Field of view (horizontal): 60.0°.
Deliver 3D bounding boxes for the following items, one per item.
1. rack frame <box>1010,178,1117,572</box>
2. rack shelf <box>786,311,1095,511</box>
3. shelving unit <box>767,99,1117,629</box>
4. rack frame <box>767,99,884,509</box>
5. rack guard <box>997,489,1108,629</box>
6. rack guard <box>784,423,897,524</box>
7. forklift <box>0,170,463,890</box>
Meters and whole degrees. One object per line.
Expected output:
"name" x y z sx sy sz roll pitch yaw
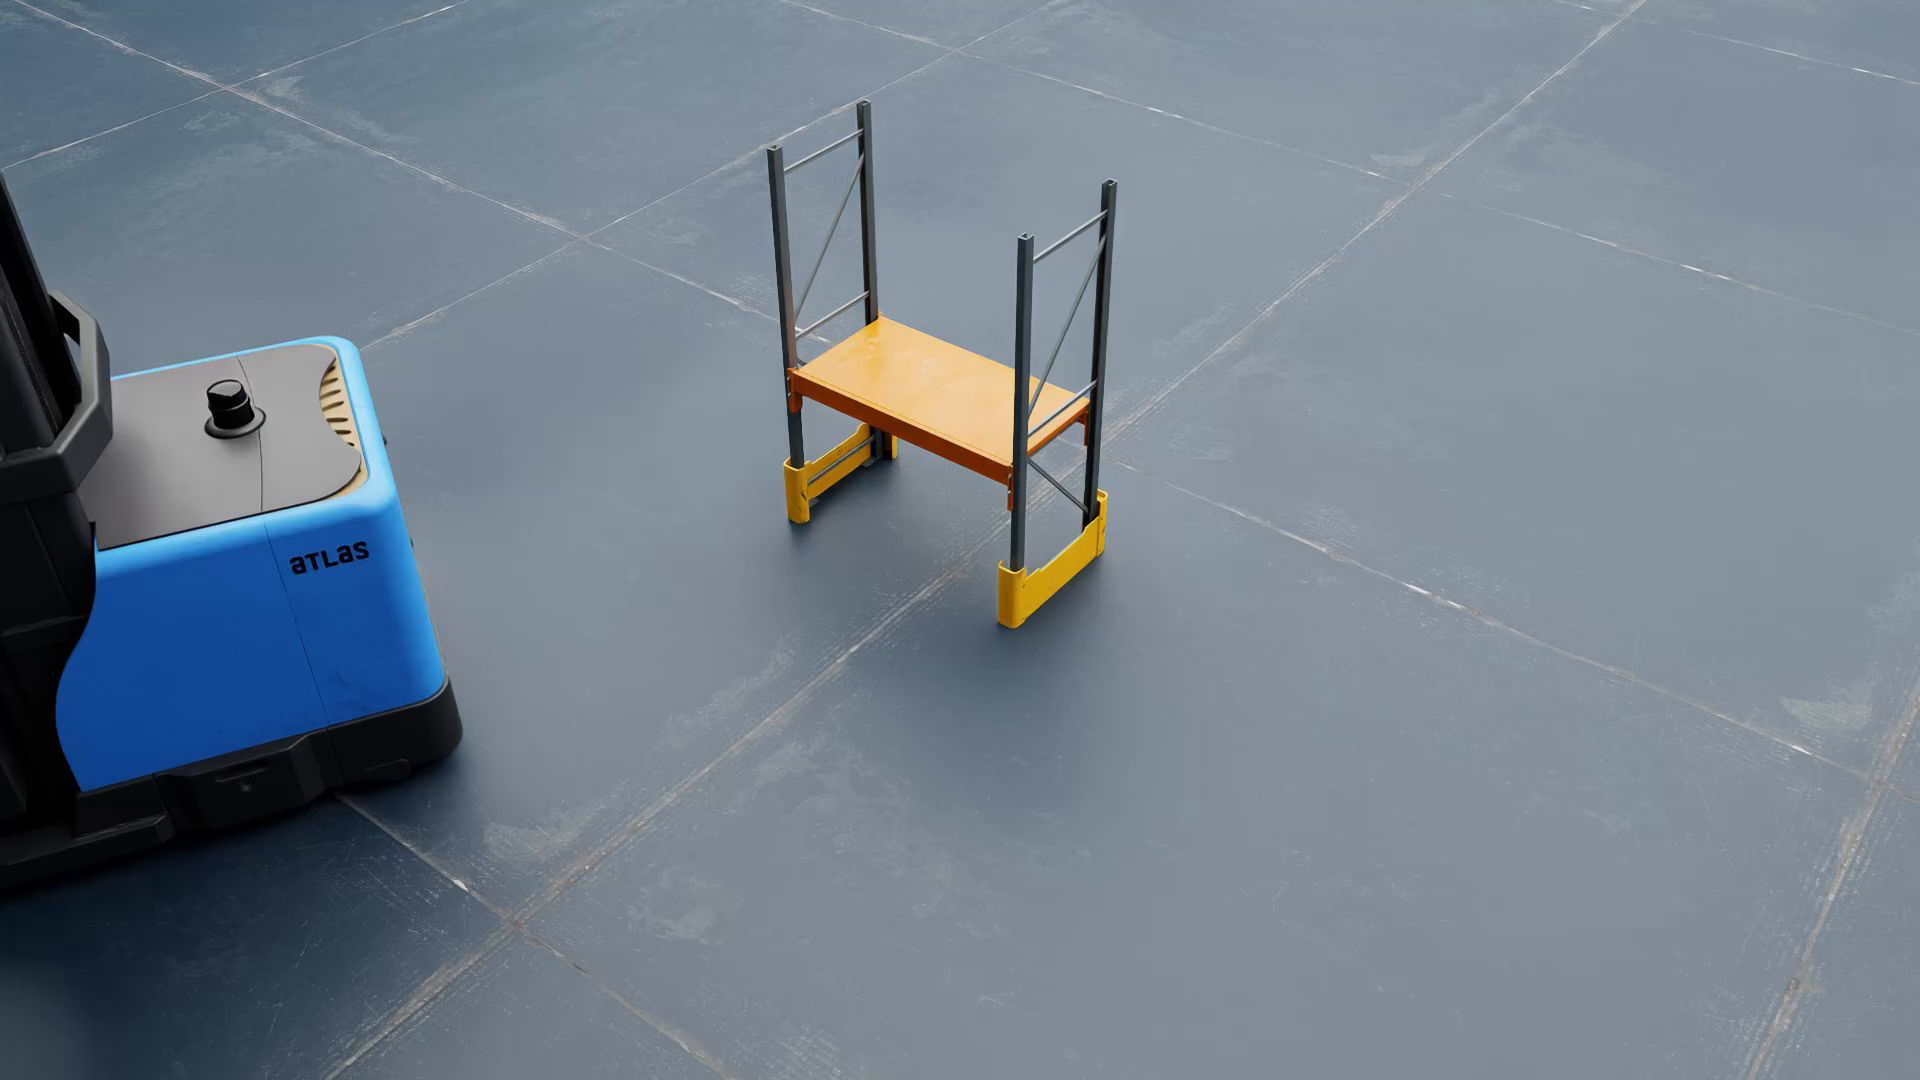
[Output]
"rack frame" 0.336 -0.432 5.585 0.032 1.500 0.500 25 45 29
"rack shelf" -0.068 -0.481 5.939 1.000 0.185 0.538 25 45 29
"shelving unit" -0.061 -0.619 5.824 1.083 1.500 0.587 25 45 29
"rack frame" -0.472 -0.813 6.072 0.032 1.500 0.500 25 45 29
"rack guard" 0.335 0.060 5.971 0.087 0.250 0.587 25 45 29
"rack guard" -0.456 -0.313 6.448 0.087 0.250 0.587 25 45 29
"forklift" -3.159 -0.357 4.328 3.031 2.935 1.130 -15 40 -18
